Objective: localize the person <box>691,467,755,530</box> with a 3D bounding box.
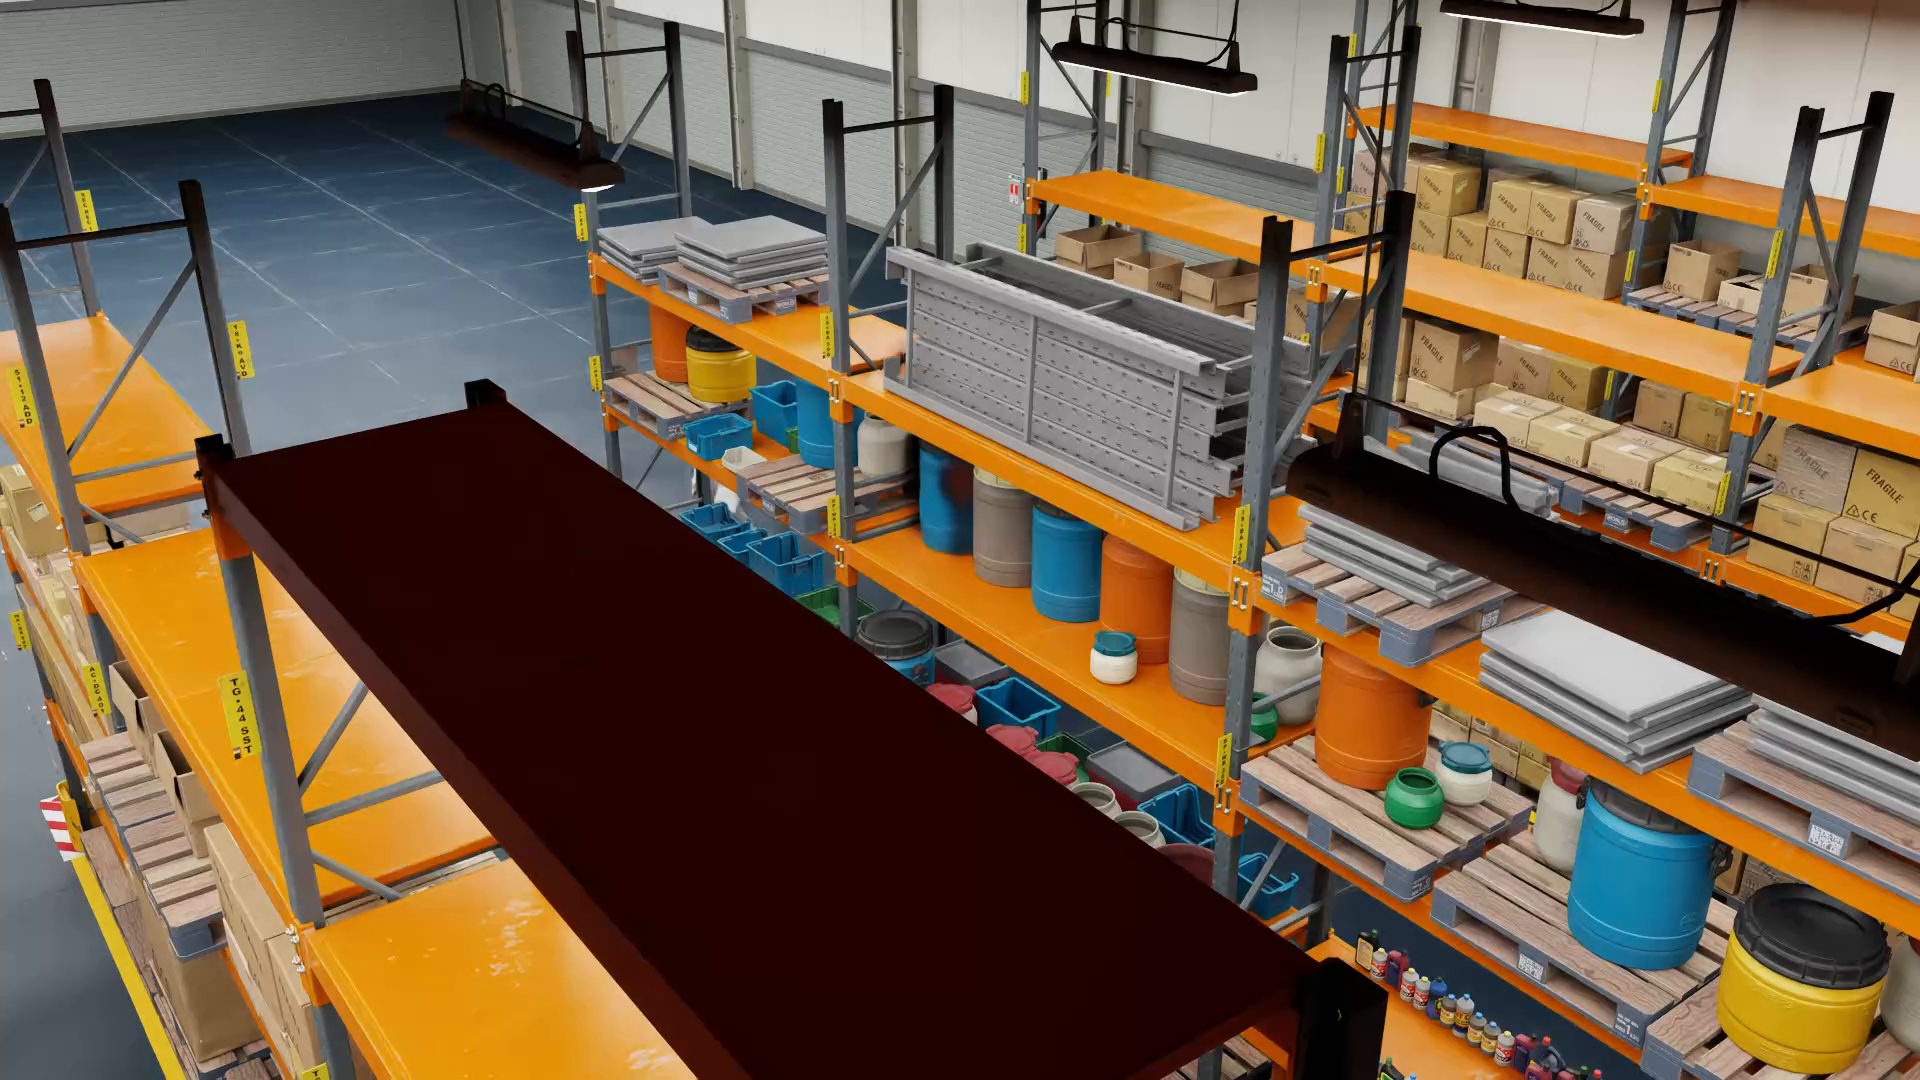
[{"bbox_3d":[-2.636,-0.563,18.049,0.552,1.730,1.045,23,33,40],"label":"person"}]
